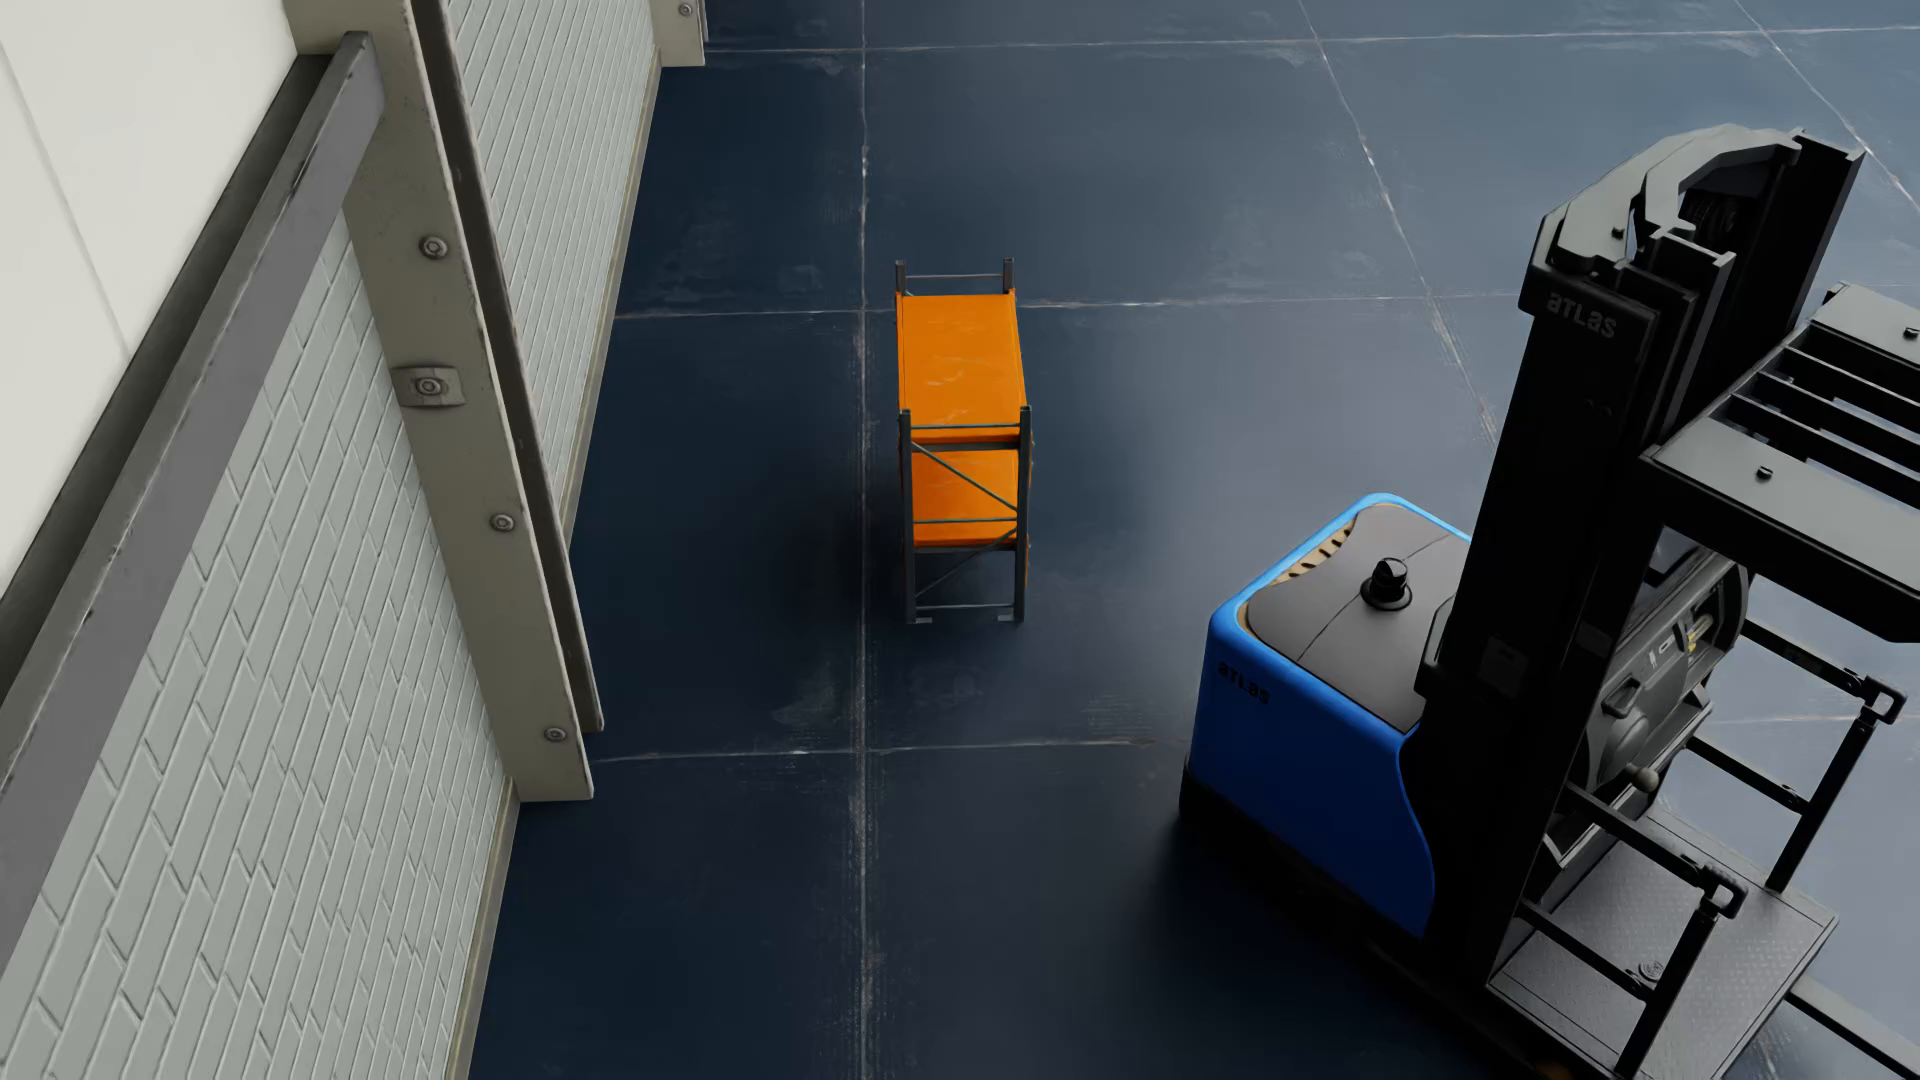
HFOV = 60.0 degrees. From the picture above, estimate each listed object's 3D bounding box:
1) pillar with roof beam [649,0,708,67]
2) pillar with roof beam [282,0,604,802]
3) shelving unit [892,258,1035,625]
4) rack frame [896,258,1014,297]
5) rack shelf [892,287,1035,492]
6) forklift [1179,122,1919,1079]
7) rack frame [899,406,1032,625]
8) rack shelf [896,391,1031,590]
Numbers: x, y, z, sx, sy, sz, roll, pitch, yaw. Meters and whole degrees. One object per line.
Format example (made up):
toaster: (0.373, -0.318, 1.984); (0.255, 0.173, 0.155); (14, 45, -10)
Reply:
pillar with roof beam: (2.486, -6.634, 7.978); (9.100, 9.000, 0.400); (-2, 43, -2)
pillar with roof beam: (2.741, -2.584, 3.559); (9.100, 9.000, 0.400); (-2, 43, -2)
shelving unit: (0.000, -0.419, 7.025); (0.538, 1.125, 1.048); (-2, 43, -2)
rack frame: (-0.022, -0.762, 7.399); (0.500, 1.125, 0.032); (-2, 43, -2)
rack shelf: (0.000, -0.635, 6.827); (0.538, 0.278, 1.000); (-2, 43, -2)
forklift: (2.203, 0.455, 4.735); (1.130, 2.935, 3.031); (-33, 52, -31)
rack frame: (0.021, -0.076, 6.650); (0.500, 1.125, 0.032); (-2, 43, -2)
rack shelf: (0.000, -0.239, 7.190); (0.538, 0.278, 1.000); (-2, 43, -2)
